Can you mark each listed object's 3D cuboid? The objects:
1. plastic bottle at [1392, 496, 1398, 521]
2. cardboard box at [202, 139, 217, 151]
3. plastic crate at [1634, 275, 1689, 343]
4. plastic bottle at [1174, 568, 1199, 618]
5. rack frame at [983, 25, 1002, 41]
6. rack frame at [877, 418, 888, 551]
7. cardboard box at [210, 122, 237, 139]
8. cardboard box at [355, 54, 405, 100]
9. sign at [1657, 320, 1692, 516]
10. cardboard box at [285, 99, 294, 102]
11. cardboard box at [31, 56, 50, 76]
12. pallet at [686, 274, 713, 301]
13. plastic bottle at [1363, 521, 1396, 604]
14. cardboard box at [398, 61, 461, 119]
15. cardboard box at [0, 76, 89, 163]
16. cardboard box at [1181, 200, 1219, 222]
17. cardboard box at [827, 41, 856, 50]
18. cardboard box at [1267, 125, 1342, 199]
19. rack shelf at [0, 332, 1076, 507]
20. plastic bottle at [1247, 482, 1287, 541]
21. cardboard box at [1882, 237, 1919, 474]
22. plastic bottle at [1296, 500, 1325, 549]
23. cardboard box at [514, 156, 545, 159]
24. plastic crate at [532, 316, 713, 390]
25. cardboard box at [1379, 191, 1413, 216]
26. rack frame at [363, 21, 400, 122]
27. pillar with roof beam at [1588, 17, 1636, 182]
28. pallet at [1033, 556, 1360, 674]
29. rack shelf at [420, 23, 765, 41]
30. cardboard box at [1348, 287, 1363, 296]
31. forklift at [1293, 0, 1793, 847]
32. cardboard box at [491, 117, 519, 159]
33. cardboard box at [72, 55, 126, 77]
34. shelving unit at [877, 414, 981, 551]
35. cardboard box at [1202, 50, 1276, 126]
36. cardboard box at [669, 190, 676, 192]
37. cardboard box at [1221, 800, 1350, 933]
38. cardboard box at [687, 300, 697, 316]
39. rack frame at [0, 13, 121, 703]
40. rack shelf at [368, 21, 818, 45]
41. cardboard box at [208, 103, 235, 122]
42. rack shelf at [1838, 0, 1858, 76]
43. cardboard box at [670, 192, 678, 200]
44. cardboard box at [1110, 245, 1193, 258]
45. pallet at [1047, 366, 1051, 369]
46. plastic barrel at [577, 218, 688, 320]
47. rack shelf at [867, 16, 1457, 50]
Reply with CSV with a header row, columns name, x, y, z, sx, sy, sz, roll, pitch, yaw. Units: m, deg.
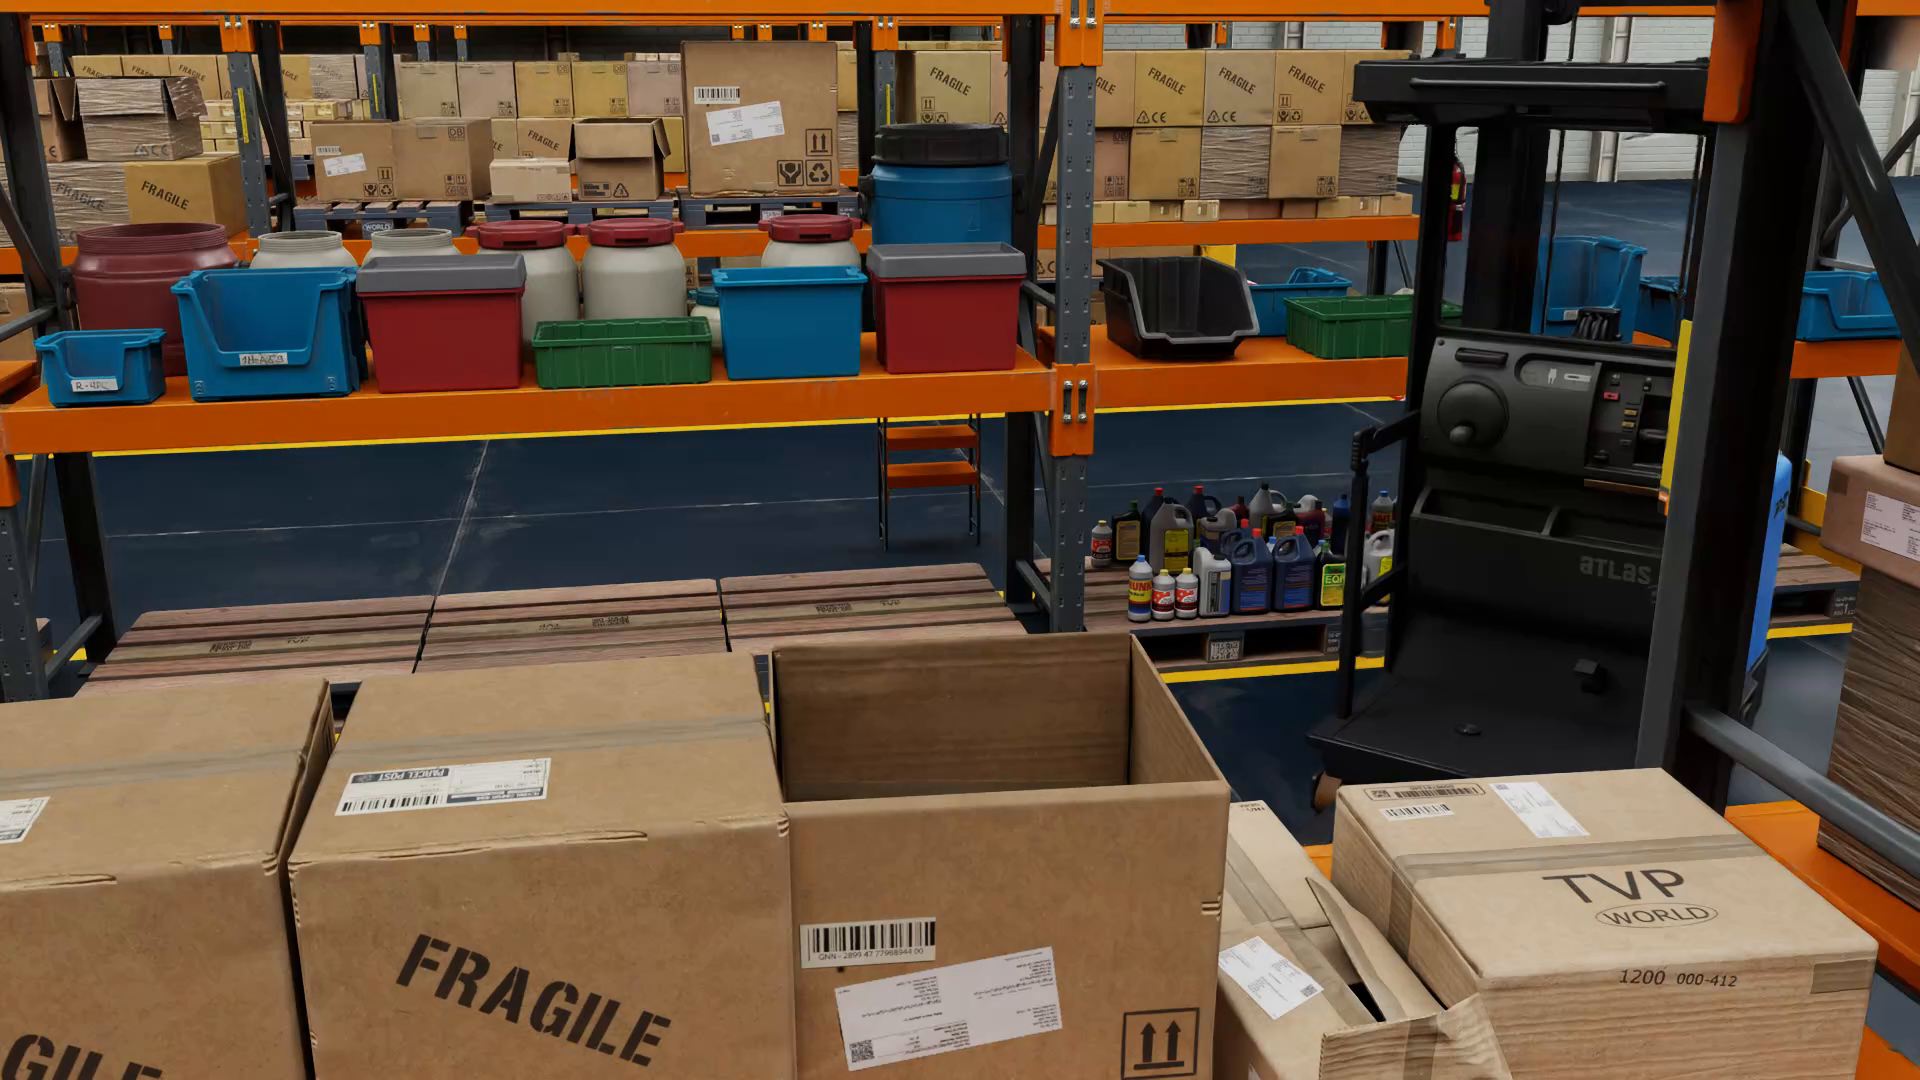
name,x,y,z,sx,sy,sz,roll,pitch,yaw
plastic bottle,2.110,-0.105,7.942,0.097,0.271,0.097,0,17,0
cardboard box,-6.753,-3.511,14.848,0.250,0.149,0.380,-4,18,-13
plastic crate,3.212,-1.009,7.242,0.408,0.251,0.499,-3,17,-10
plastic bottle,0.954,0.219,7.008,0.097,0.201,0.097,0,17,0
rack frame,0.521,-6.944,26.312,0.127,3.000,1.000,-3,17,-10
rack frame,-0.402,-0.551,8.561,0.015,1.200,0.240,-3,17,-10
cardboard box,-6.514,-3.666,14.845,0.250,0.149,0.380,-3,17,-10
cardboard box,-6.847,-5.490,19.703,0.500,0.500,0.500,-4,17,-12
sign,1.188,-0.190,2.711,0.005,0.325,0.100,-3,17,-10
cardboard box,-6.346,-4.014,15.470,0.250,0.149,0.380,-3,17,-11
cardboard box,-10.727,-5.265,18.972,0.500,0.500,0.500,-3,17,-11
pallet,-2.166,-2.472,16.500,1.213,0.211,1.003,-3,17,-10
plastic bottle,1.832,0.090,7.171,0.185,0.351,0.144,-3,17,-11
cardboard box,-4.908,-4.195,15.486,0.500,0.500,0.700,-3,17,-11
cardboard box,-5.870,-2.667,10.507,0.637,0.503,0.797,-3,17,-9
cardboard box,1.653,-2.347,11.774,0.250,0.149,0.380,-3,17,-10
cardboard box,-1.482,-5.943,20.672,0.500,0.500,0.700,-3,17,-10
cardboard box,2.333,-2.762,12.017,0.500,0.500,0.875,-3,17,-10
rack shelf,-1.605,-0.551,6.722,4.000,0.370,1.077,-3,17,-10
plastic bottle,1.442,-0.098,7.784,0.185,0.351,0.144,-3,17,-11
cardboard box,1.729,-0.273,2.210,0.500,0.500,0.700,-3,17,-10
plastic bottle,1.623,-0.043,7.720,0.133,0.283,0.061,-3,17,-10
cardboard box,-2.922,-2.518,11.416,0.258,0.266,0.396,-4,17,-12
plastic crate,-1.298,-0.726,6.429,0.662,0.188,0.450,-3,17,-10
cardboard box,3.106,-2.461,12.144,0.250,0.149,0.380,-3,17,-10
rack frame,-5.350,-3.647,15.576,0.127,3.000,1.000,-3,17,-10
pillar with roof beam,12.265,-9.460,24.287,0.400,9.000,9.100,-3,17,-10
pallet,1.026,0.301,7.471,1.213,0.211,1.003,-3,17,-10
rack shelf,-4.425,-6.269,20.231,4.000,0.370,1.077,-3,17,-10
cardboard box,2.730,-1.633,12.561,0.500,0.500,0.500,0,17,0
forklift,1.854,-0.437,5.242,1.130,2.935,3.031,12,21,34
cardboard box,-4.360,-3.671,15.484,0.500,0.500,0.500,-3,17,-11
cardboard box,-9.829,-5.313,19.126,0.500,0.500,0.500,-3,17,-10
shelving unit,-0.163,-0.564,8.606,0.503,1.200,0.258,-3,17,-10
cardboard box,1.872,-3.166,11.632,0.500,0.500,0.500,-3,17,-10
cardboard box,-4.680,-5.714,25.635,0.625,0.625,0.875,-3,17,-11
cardboard box,0.386,0.532,2.397,0.250,0.149,0.380,-3,17,-10
cardboard box,-1.660,-1.400,11.770,0.500,0.500,0.700,-3,17,-11
rack frame,-3.569,-0.783,6.253,0.127,3.000,1.000,-3,17,-10
rack shelf,-3.387,-4.848,15.604,4.000,0.370,1.077,-3,17,-10
cardboard box,-6.510,-3.808,14.802,0.250,0.149,0.380,-3,17,-9
rack shelf,3.258,-0.779,2.357,4.000,0.370,1.077,-3,17,-10
cardboard box,-3.681,-4.164,21.022,0.625,0.372,0.950,-2,17,-7
cardboard box,1.851,-3.221,17.092,0.875,0.875,0.875,-3,17,-10
pallet,0.072,-1.149,12.192,1.213,0.211,1.003,-3,17,-10
plastic barrel,-1.343,-1.040,6.858,0.433,0.535,0.433,0,17,0
rack shelf,1.383,-3.635,11.655,4.000,0.370,1.077,-3,17,-10
